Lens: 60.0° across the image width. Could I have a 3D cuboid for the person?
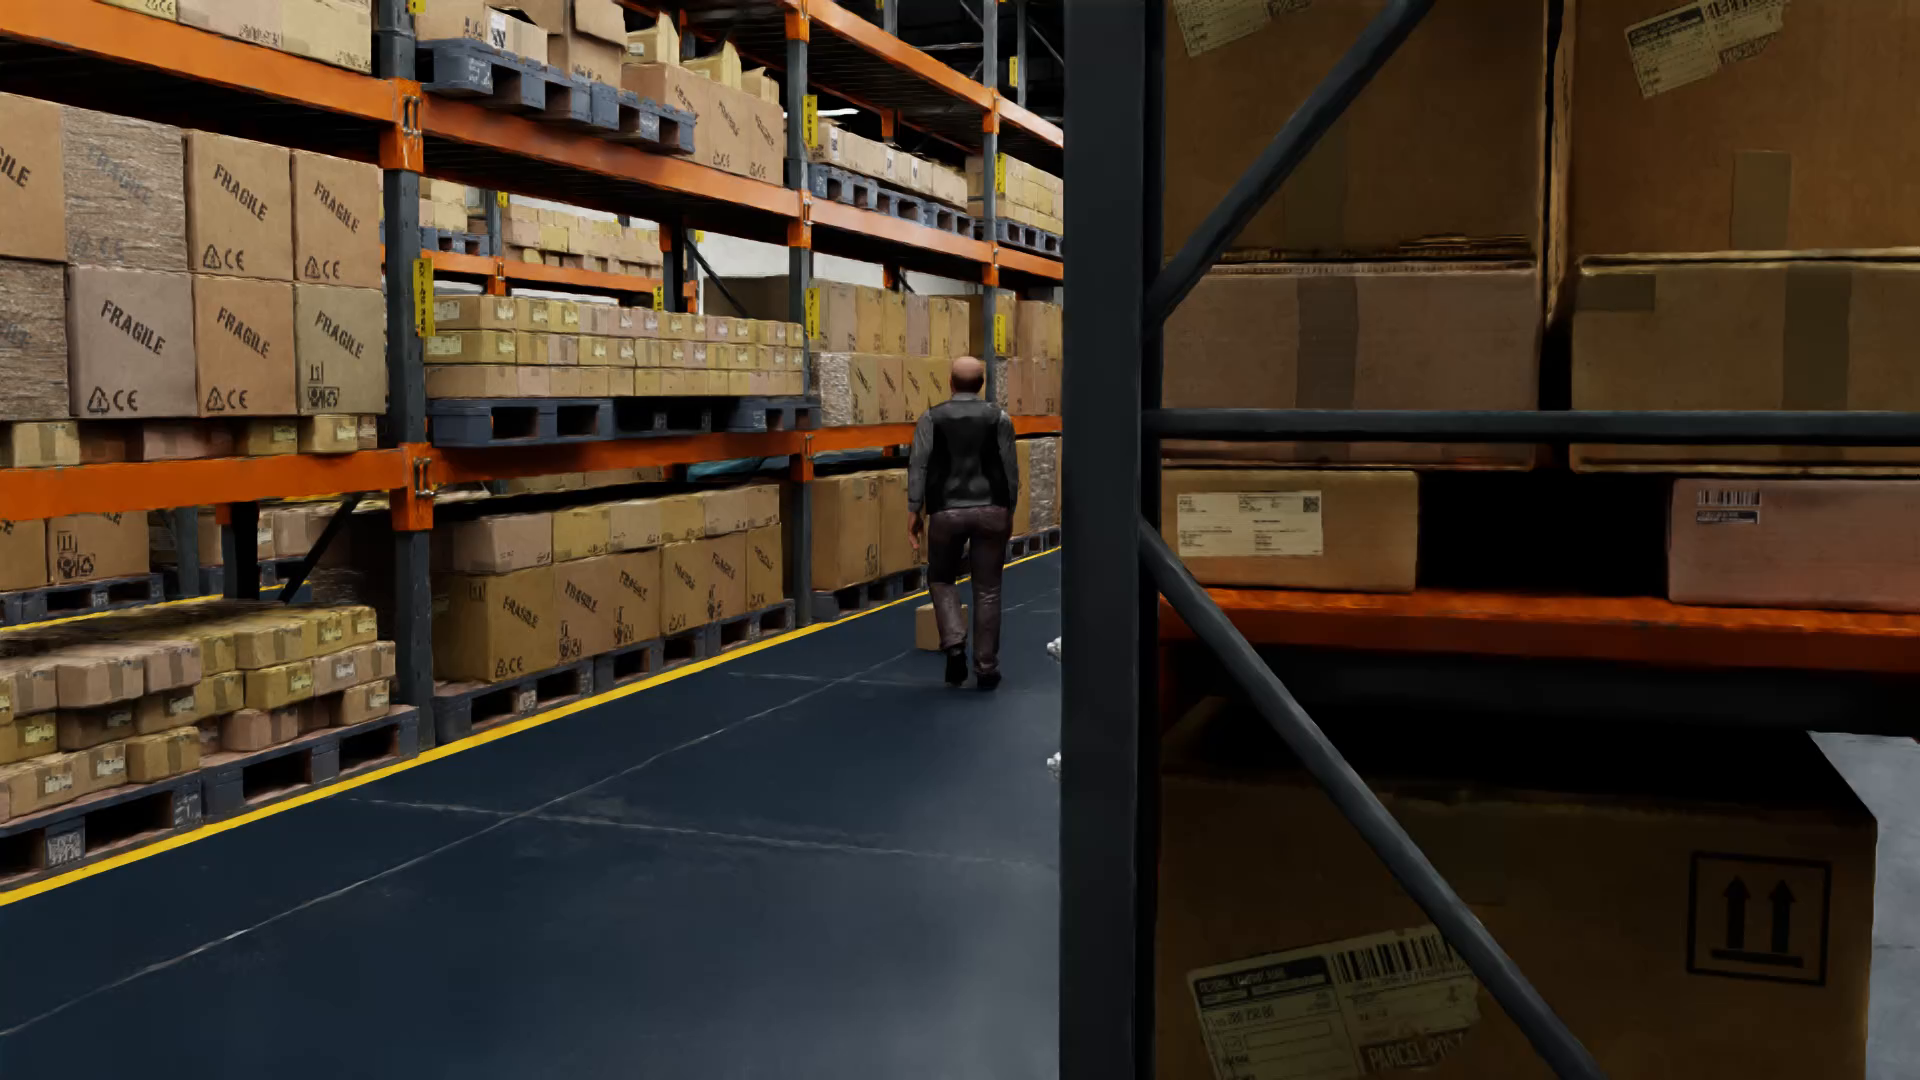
[{"bbox_3d":[0.017,-0.093,8.693,0.586,1.733,0.487,0,5,-1],"label":"person"}]
